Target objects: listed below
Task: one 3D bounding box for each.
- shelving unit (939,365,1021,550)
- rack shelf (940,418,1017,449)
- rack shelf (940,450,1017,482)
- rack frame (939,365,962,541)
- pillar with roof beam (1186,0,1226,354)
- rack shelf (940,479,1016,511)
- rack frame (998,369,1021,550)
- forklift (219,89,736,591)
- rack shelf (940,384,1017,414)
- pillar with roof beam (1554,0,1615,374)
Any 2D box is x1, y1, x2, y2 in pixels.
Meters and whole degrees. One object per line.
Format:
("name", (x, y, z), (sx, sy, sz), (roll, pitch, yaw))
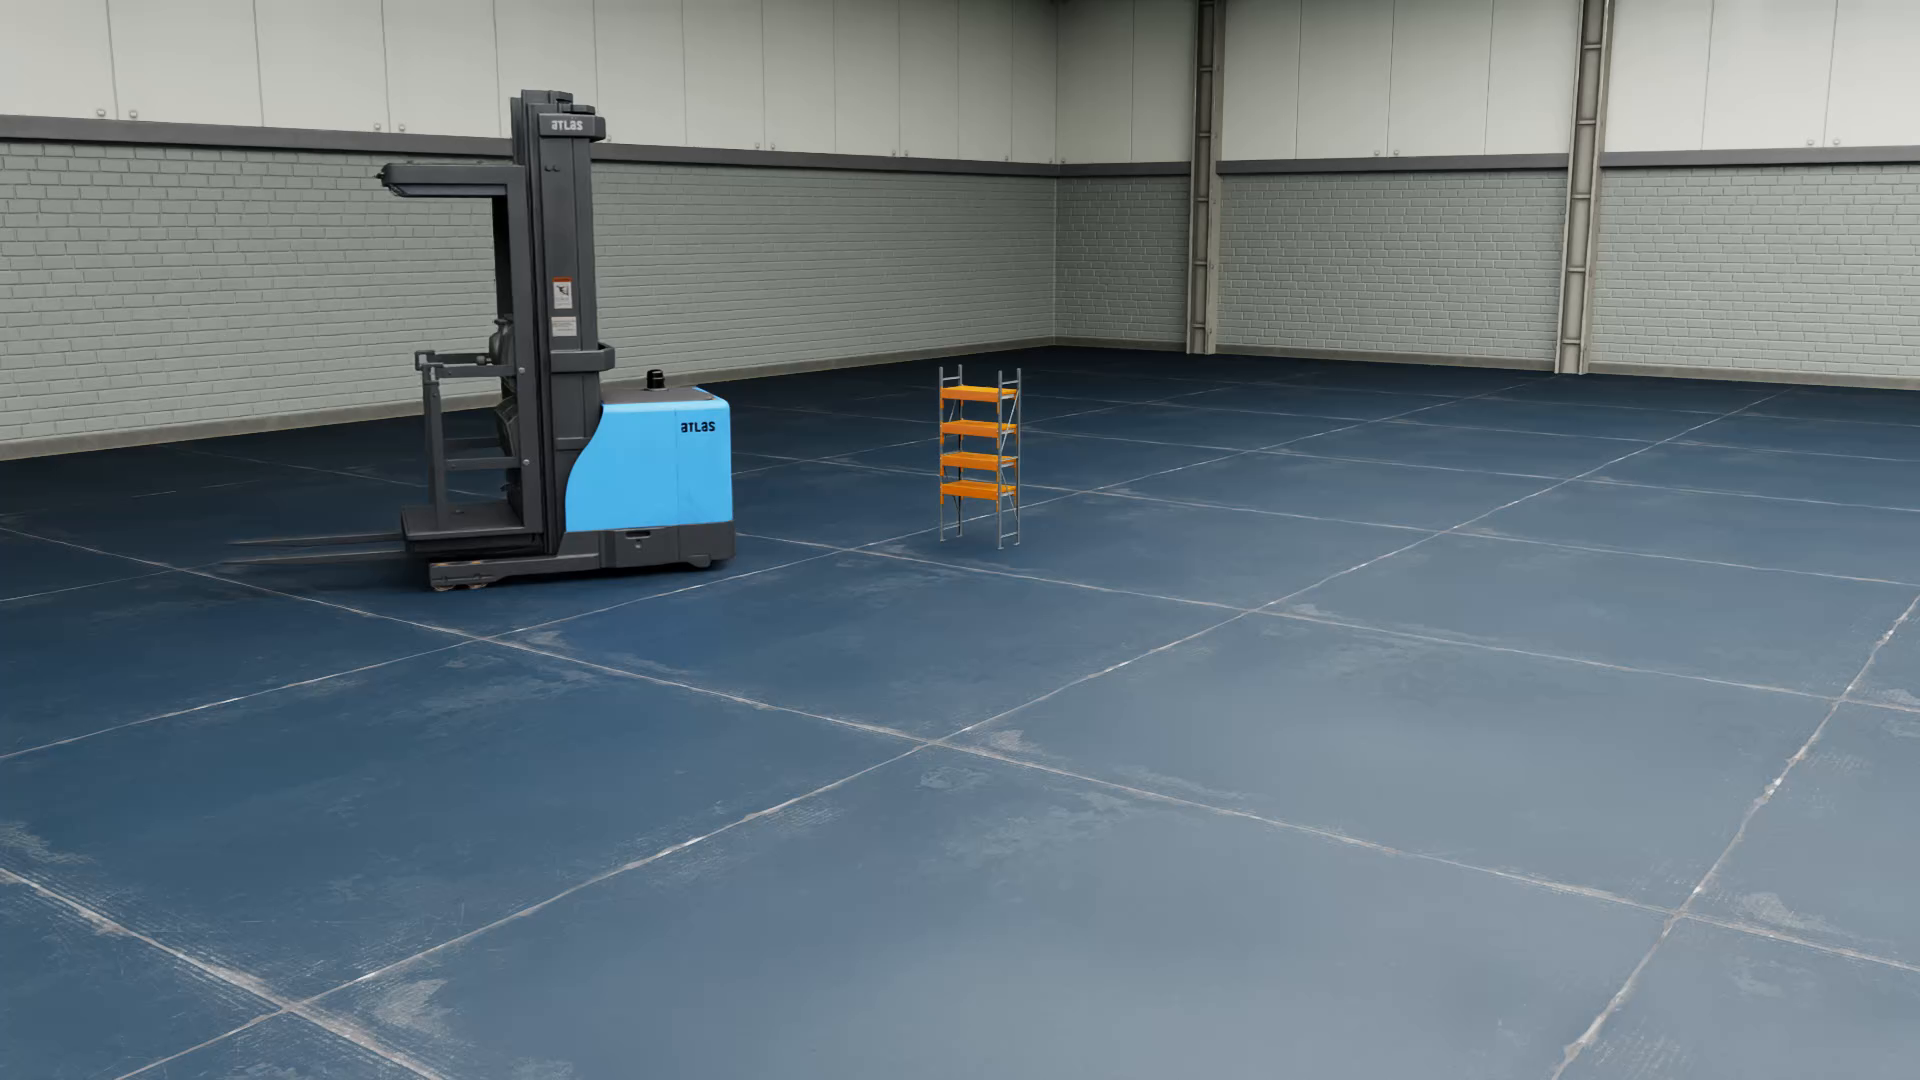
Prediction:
("shelving unit", (0.133, -0.570, 11.320), (0.503, 1.200, 0.258), (8, 13, 36))
("rack shelf", (0.133, -0.724, 11.290), (0.480, 0.148, 0.258), (8, 13, 36))
("rack shelf", (0.133, -0.504, 11.332), (0.480, 0.148, 0.258), (8, 13, 36))
("rack frame", (-0.063, -0.598, 11.461), (0.015, 1.200, 0.240), (8, 13, 36))
("pillar with roof beam", (1.436, -6.845, 23.219), (0.400, 9.000, 9.100), (8, 13, 36))
("rack shelf", (0.133, -0.309, 11.370), (0.480, 0.148, 0.258), (8, 13, 36))
("rack frame", (0.330, -0.543, 11.178), (0.015, 1.200, 0.240), (8, 13, 36))
("forklift", (-3.005, -1.246, 10.254), (3.031, 2.935, 1.130), (-4, 12, -20))
("rack shelf", (0.133, -0.956, 11.245), (0.480, 0.148, 0.258), (8, 13, 36))
("pillar with roof beam", (6.272, -6.170, 19.732), (0.400, 9.000, 9.100), (8, 13, 36))
